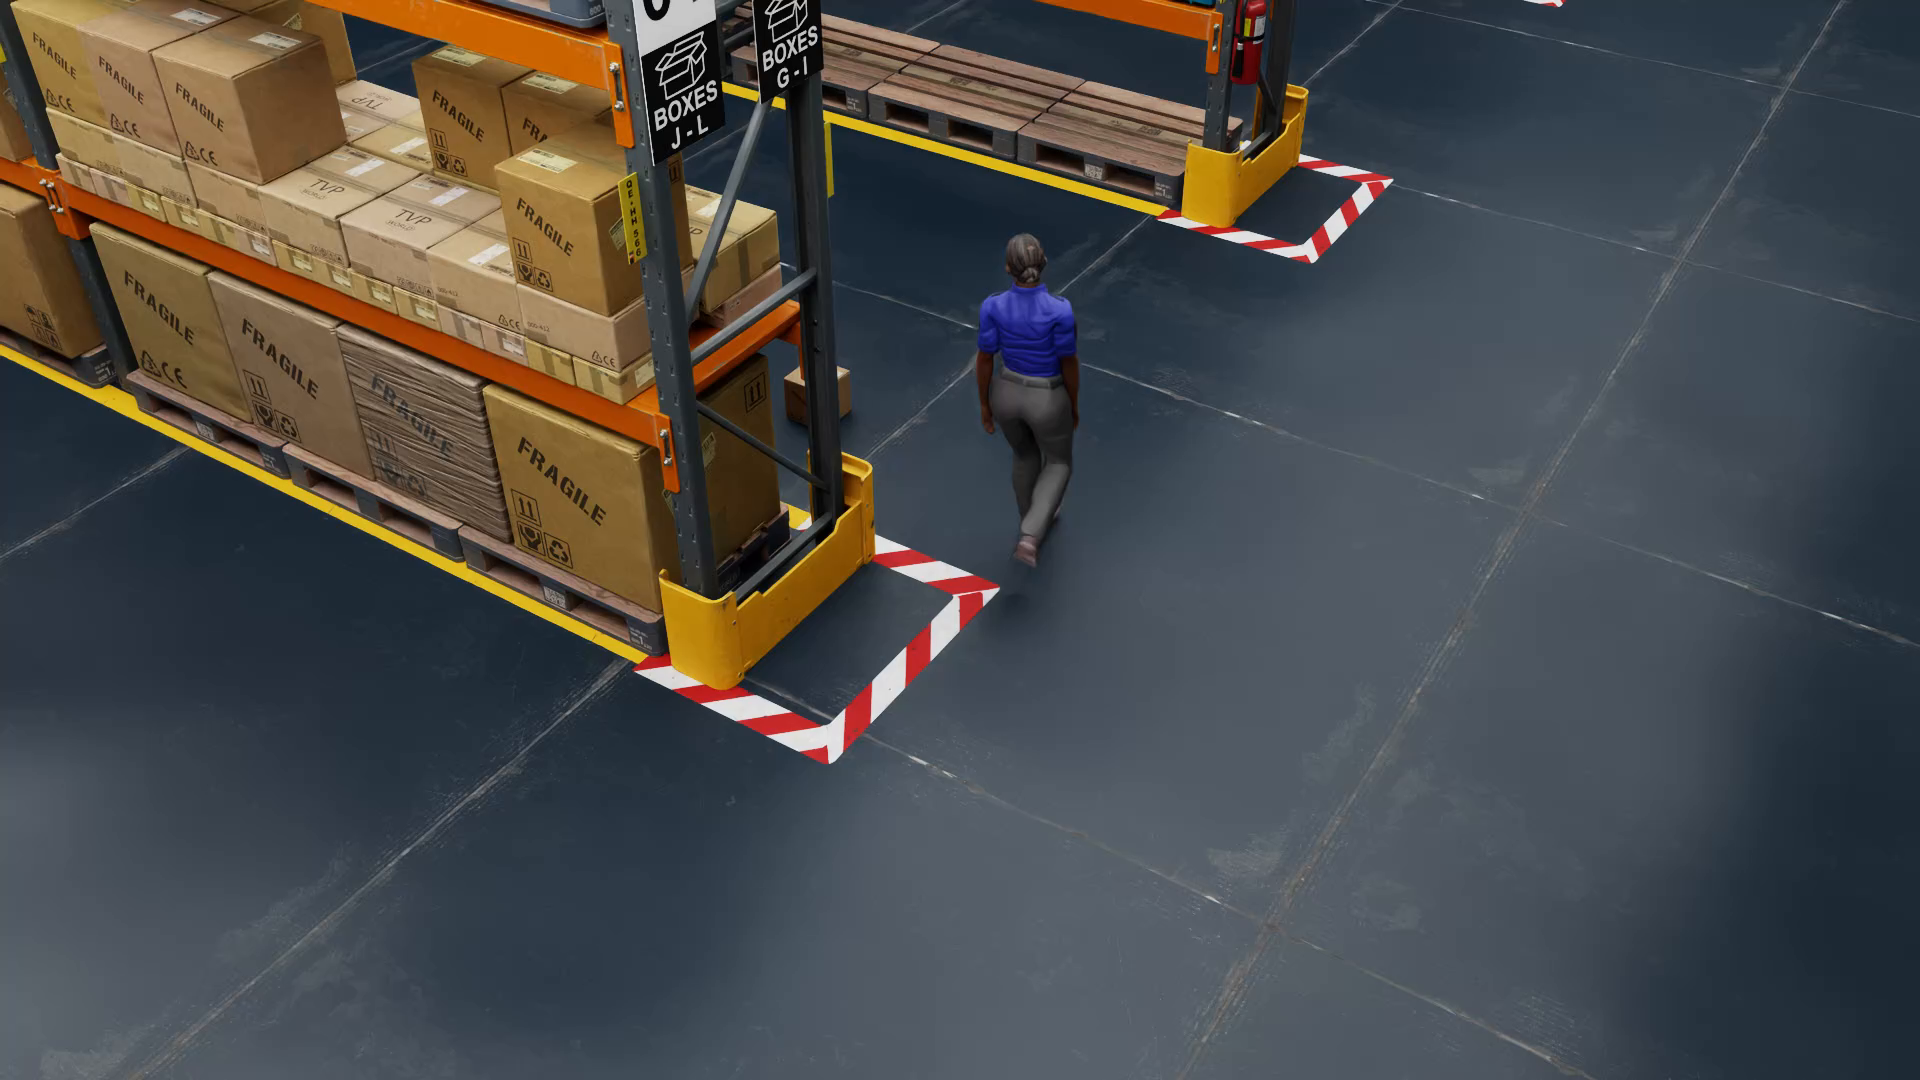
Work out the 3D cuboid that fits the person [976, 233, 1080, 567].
[{"bbox_3d":[0.296,-0.610,7.428,0.453,1.632,0.695,13,41,16],"label":"person"}]
